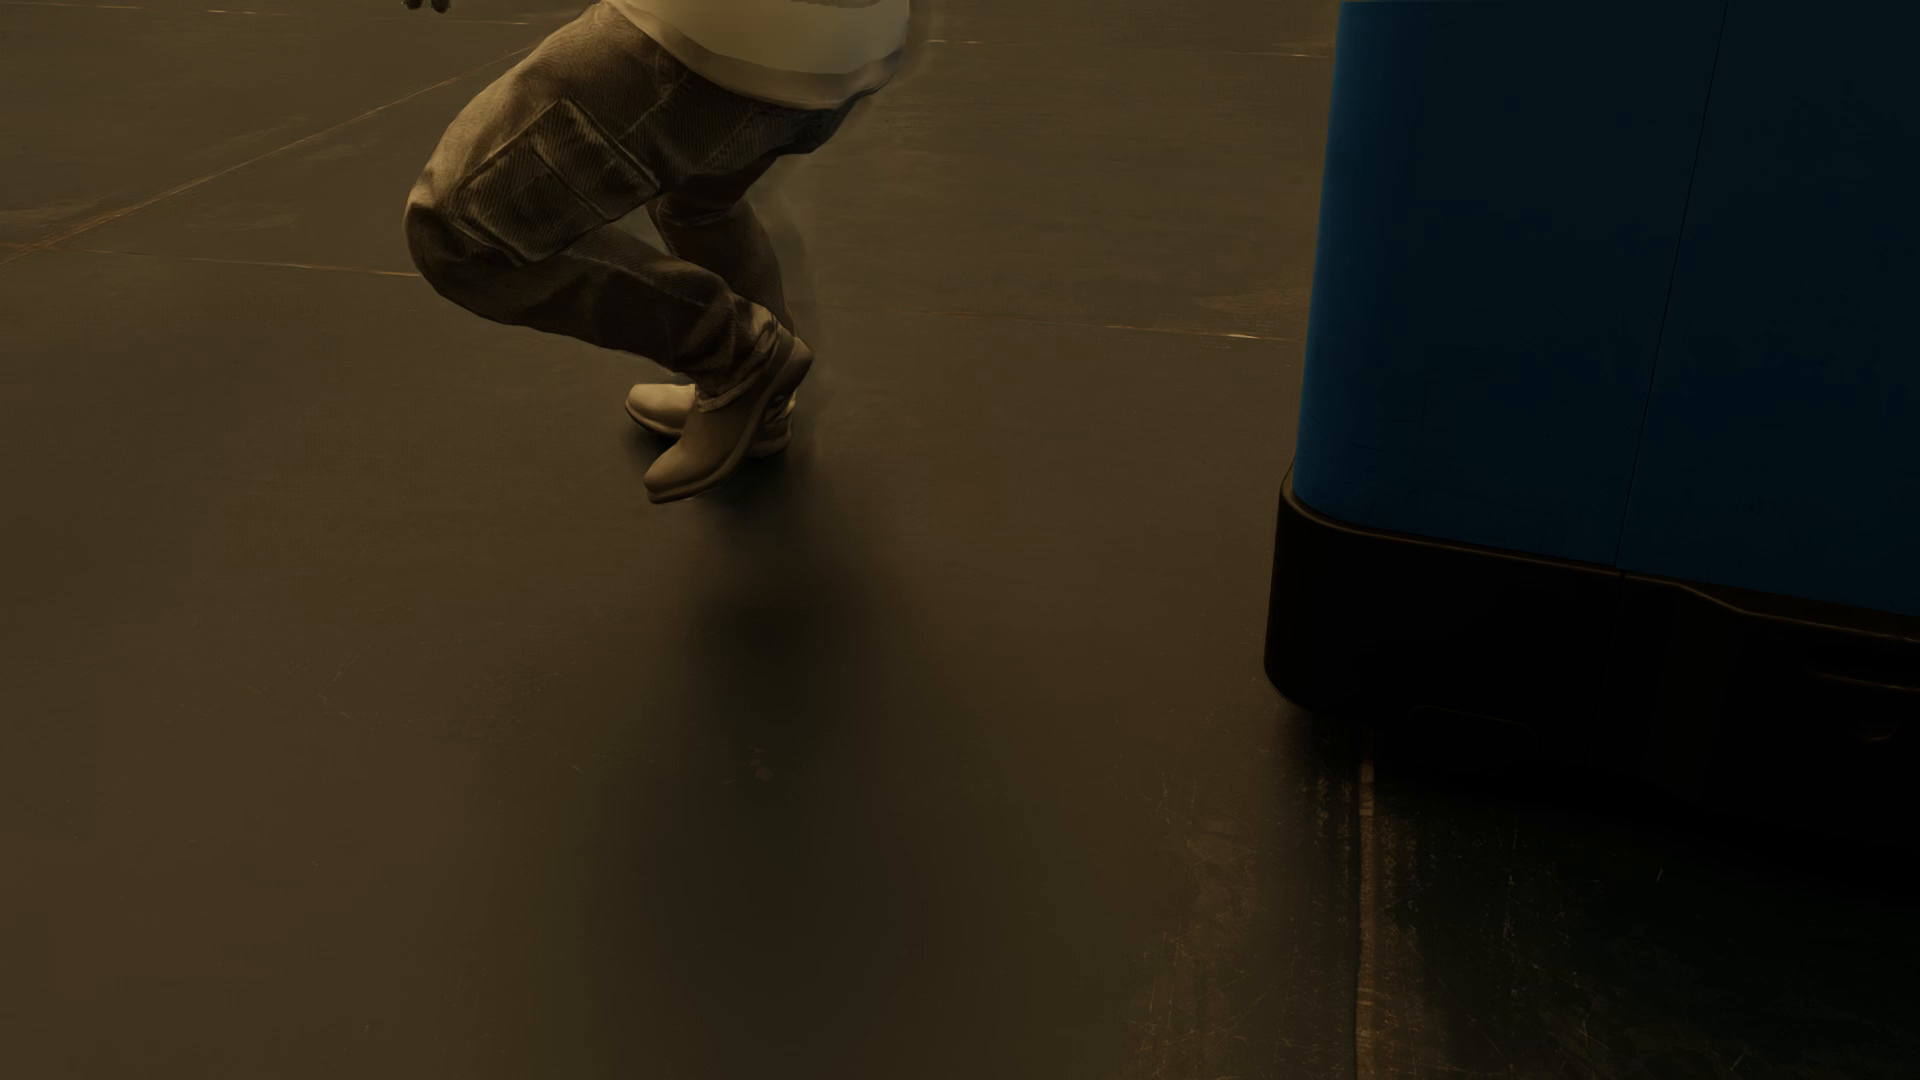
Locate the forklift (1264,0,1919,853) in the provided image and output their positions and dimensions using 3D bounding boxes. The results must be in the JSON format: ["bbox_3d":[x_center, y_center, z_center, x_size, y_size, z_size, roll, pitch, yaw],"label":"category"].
[{"bbox_3d":[1.940,-1.025,1.278,3.031,2.935,1.130,10,28,19],"label":"forklift"}]

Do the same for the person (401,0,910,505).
[{"bbox_3d":[-0.391,-0.728,2.160,0.748,1.617,0.826,8,28,15],"label":"person"}]
